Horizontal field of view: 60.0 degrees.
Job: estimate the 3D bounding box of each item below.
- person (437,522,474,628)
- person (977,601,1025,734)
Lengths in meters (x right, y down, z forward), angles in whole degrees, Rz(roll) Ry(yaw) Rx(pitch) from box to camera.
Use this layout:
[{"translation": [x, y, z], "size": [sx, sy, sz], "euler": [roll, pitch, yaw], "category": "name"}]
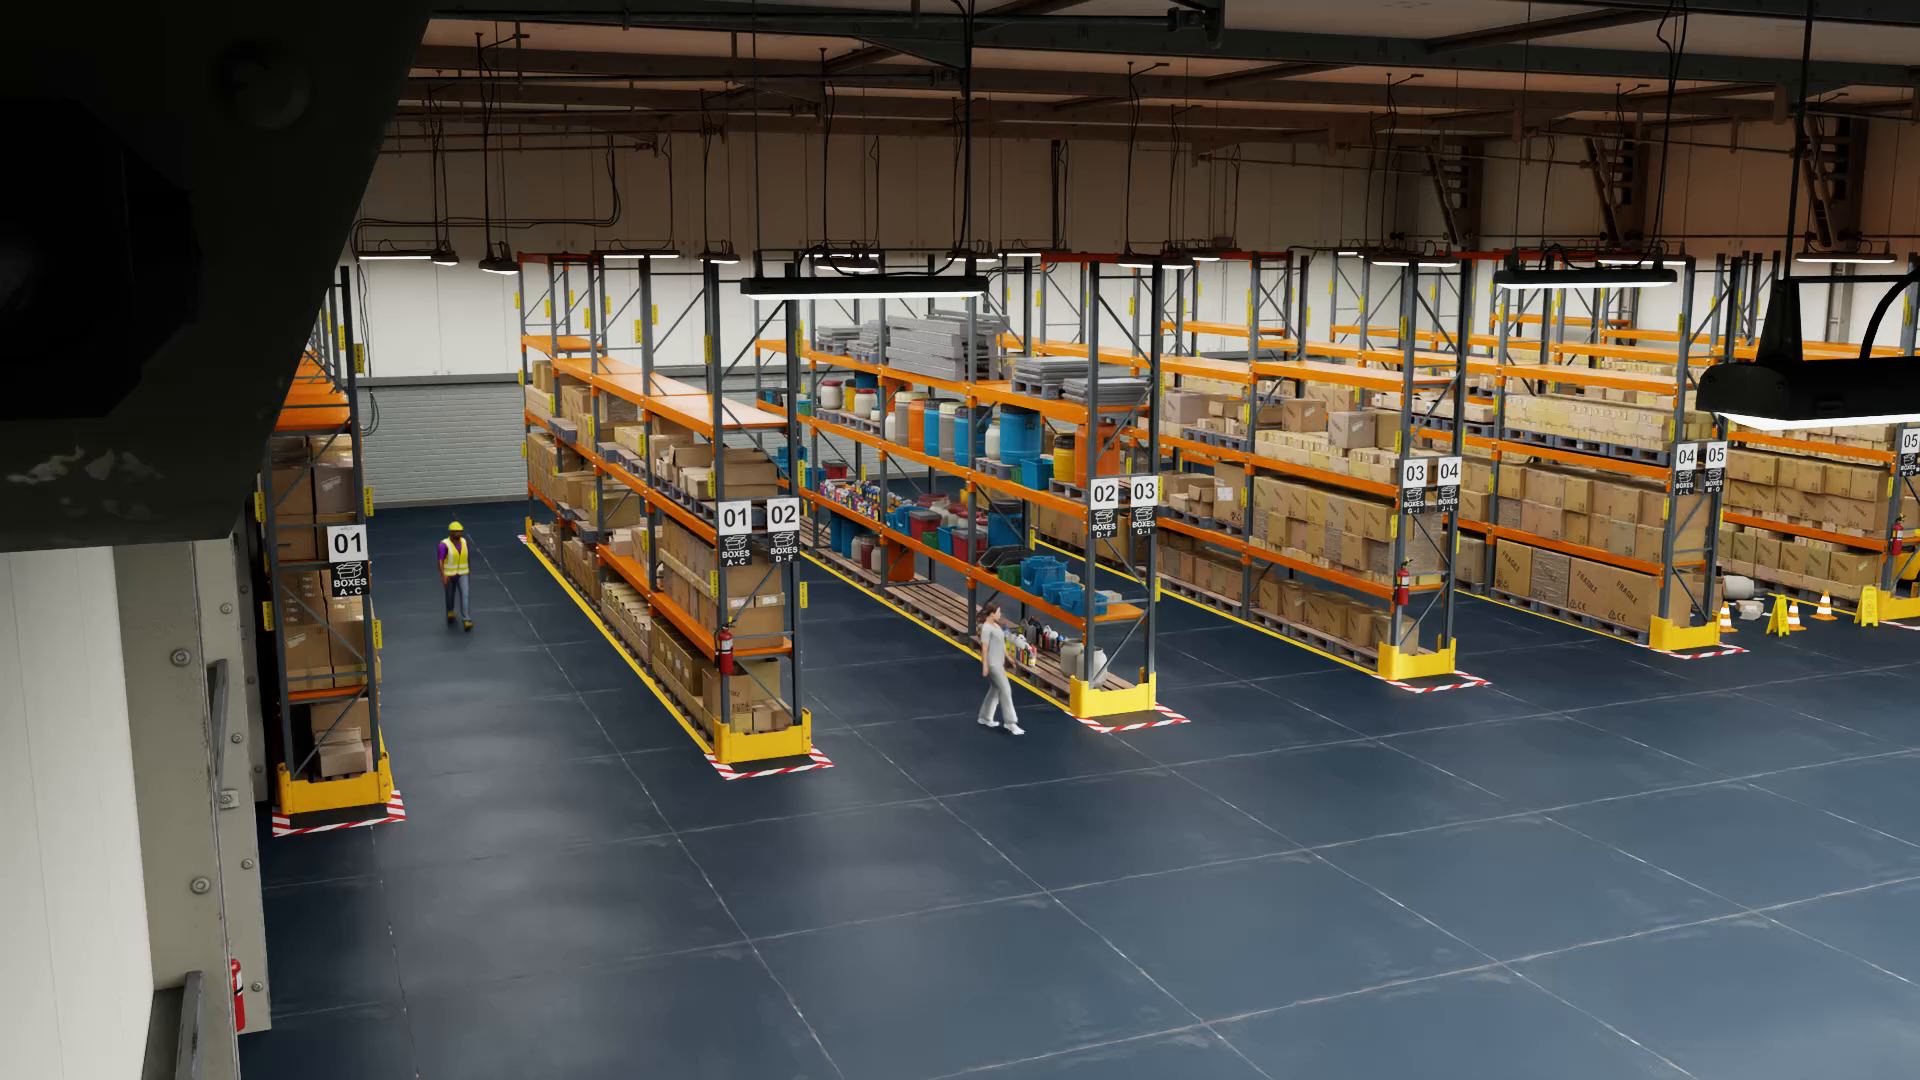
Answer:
[{"translation": [-8.273, 0.556, 27.217], "size": [0.544, 1.712, 1.093], "euler": [-5, 12, -26], "category": "person"}, {"translation": [0.546, 1.638, 21.541], "size": [0.694, 1.682, 0.462], "euler": [3, 11, 16], "category": "person"}]
